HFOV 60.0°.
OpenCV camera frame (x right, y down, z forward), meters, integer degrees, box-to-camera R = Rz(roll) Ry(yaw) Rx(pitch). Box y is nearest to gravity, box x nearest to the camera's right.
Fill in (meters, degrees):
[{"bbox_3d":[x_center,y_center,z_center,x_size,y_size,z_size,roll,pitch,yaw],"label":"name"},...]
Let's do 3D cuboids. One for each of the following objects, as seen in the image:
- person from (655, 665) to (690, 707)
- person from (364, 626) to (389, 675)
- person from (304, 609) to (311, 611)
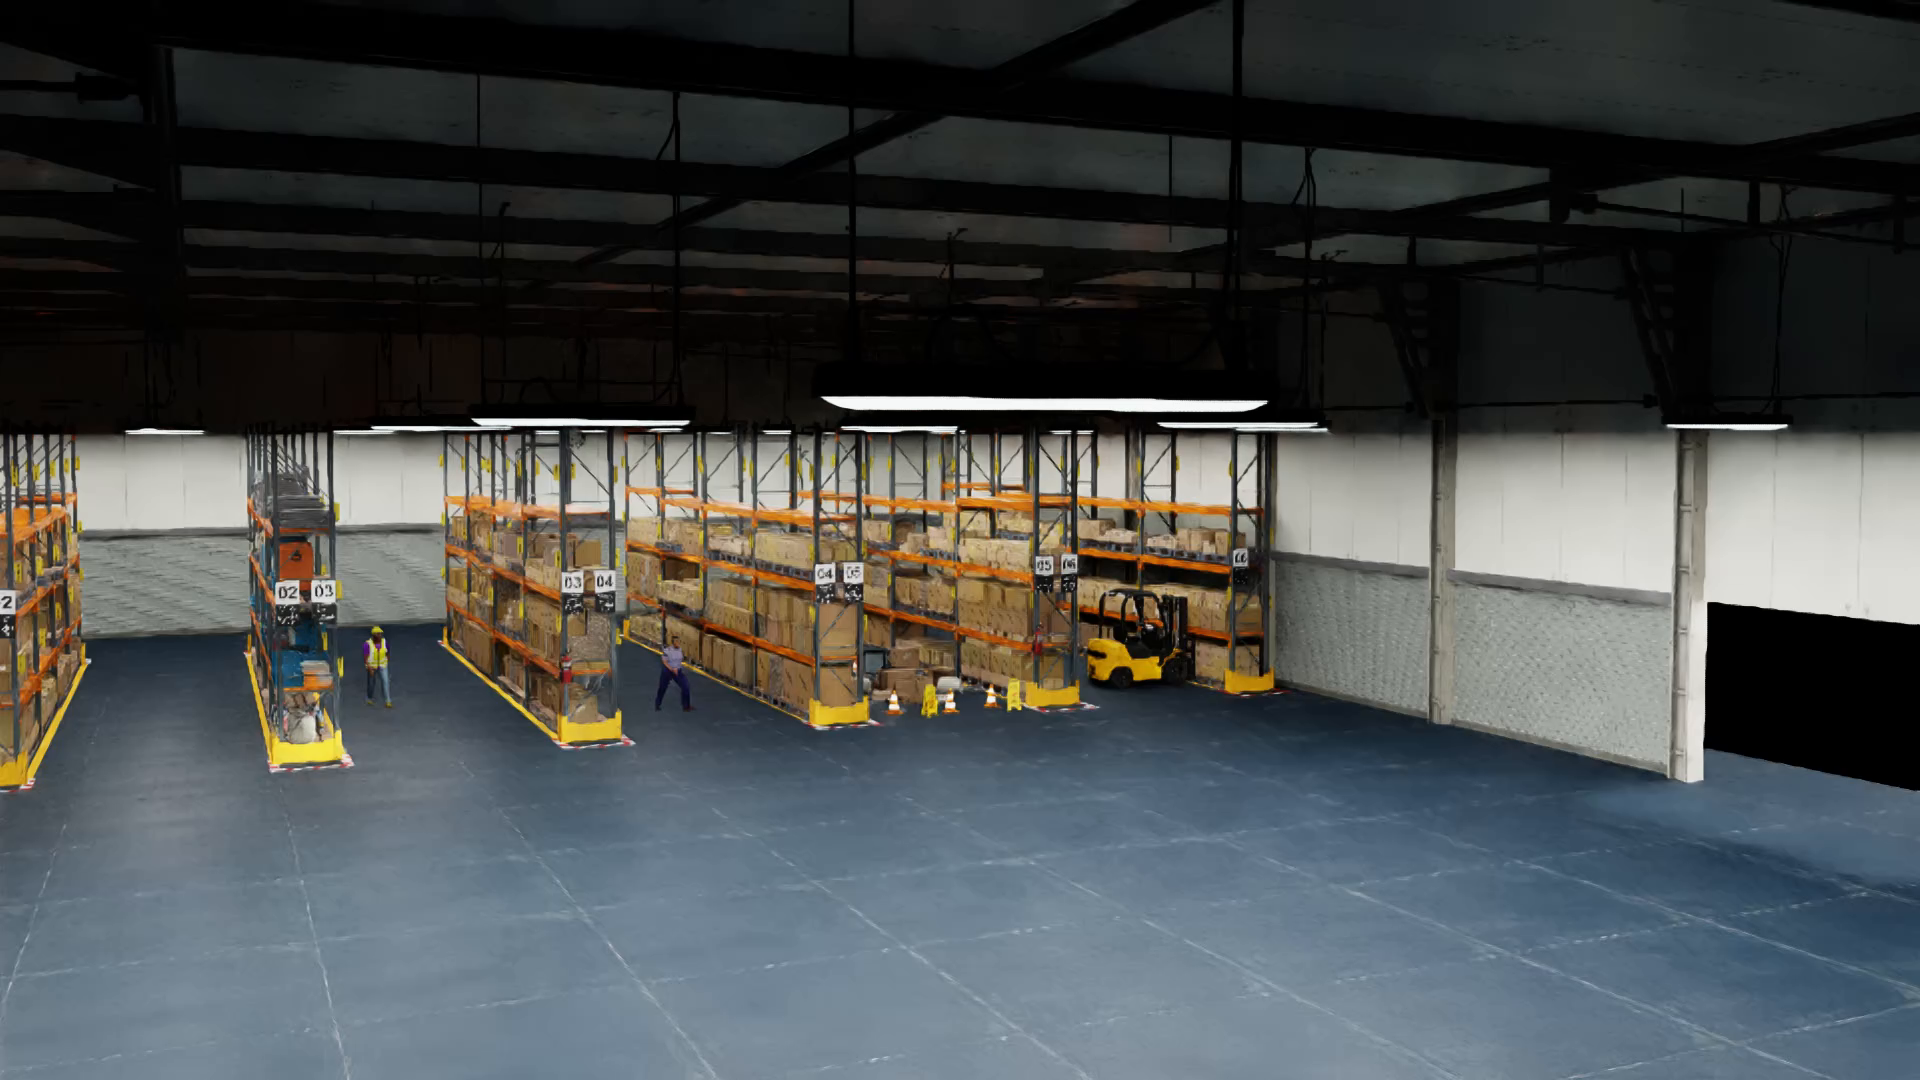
[{"bbox_3d":[-6.014,3.018,34.742,0.502,0.925,0.685,-3,5,-42],"label":"person"},{"bbox_3d":[-12.296,2.339,35.064,0.566,1.050,0.562,-2,4,-33],"label":"person"},{"bbox_3d":[-18.288,1.988,46.396,0.424,1.525,0.495,1,4,13],"label":"person"}]
